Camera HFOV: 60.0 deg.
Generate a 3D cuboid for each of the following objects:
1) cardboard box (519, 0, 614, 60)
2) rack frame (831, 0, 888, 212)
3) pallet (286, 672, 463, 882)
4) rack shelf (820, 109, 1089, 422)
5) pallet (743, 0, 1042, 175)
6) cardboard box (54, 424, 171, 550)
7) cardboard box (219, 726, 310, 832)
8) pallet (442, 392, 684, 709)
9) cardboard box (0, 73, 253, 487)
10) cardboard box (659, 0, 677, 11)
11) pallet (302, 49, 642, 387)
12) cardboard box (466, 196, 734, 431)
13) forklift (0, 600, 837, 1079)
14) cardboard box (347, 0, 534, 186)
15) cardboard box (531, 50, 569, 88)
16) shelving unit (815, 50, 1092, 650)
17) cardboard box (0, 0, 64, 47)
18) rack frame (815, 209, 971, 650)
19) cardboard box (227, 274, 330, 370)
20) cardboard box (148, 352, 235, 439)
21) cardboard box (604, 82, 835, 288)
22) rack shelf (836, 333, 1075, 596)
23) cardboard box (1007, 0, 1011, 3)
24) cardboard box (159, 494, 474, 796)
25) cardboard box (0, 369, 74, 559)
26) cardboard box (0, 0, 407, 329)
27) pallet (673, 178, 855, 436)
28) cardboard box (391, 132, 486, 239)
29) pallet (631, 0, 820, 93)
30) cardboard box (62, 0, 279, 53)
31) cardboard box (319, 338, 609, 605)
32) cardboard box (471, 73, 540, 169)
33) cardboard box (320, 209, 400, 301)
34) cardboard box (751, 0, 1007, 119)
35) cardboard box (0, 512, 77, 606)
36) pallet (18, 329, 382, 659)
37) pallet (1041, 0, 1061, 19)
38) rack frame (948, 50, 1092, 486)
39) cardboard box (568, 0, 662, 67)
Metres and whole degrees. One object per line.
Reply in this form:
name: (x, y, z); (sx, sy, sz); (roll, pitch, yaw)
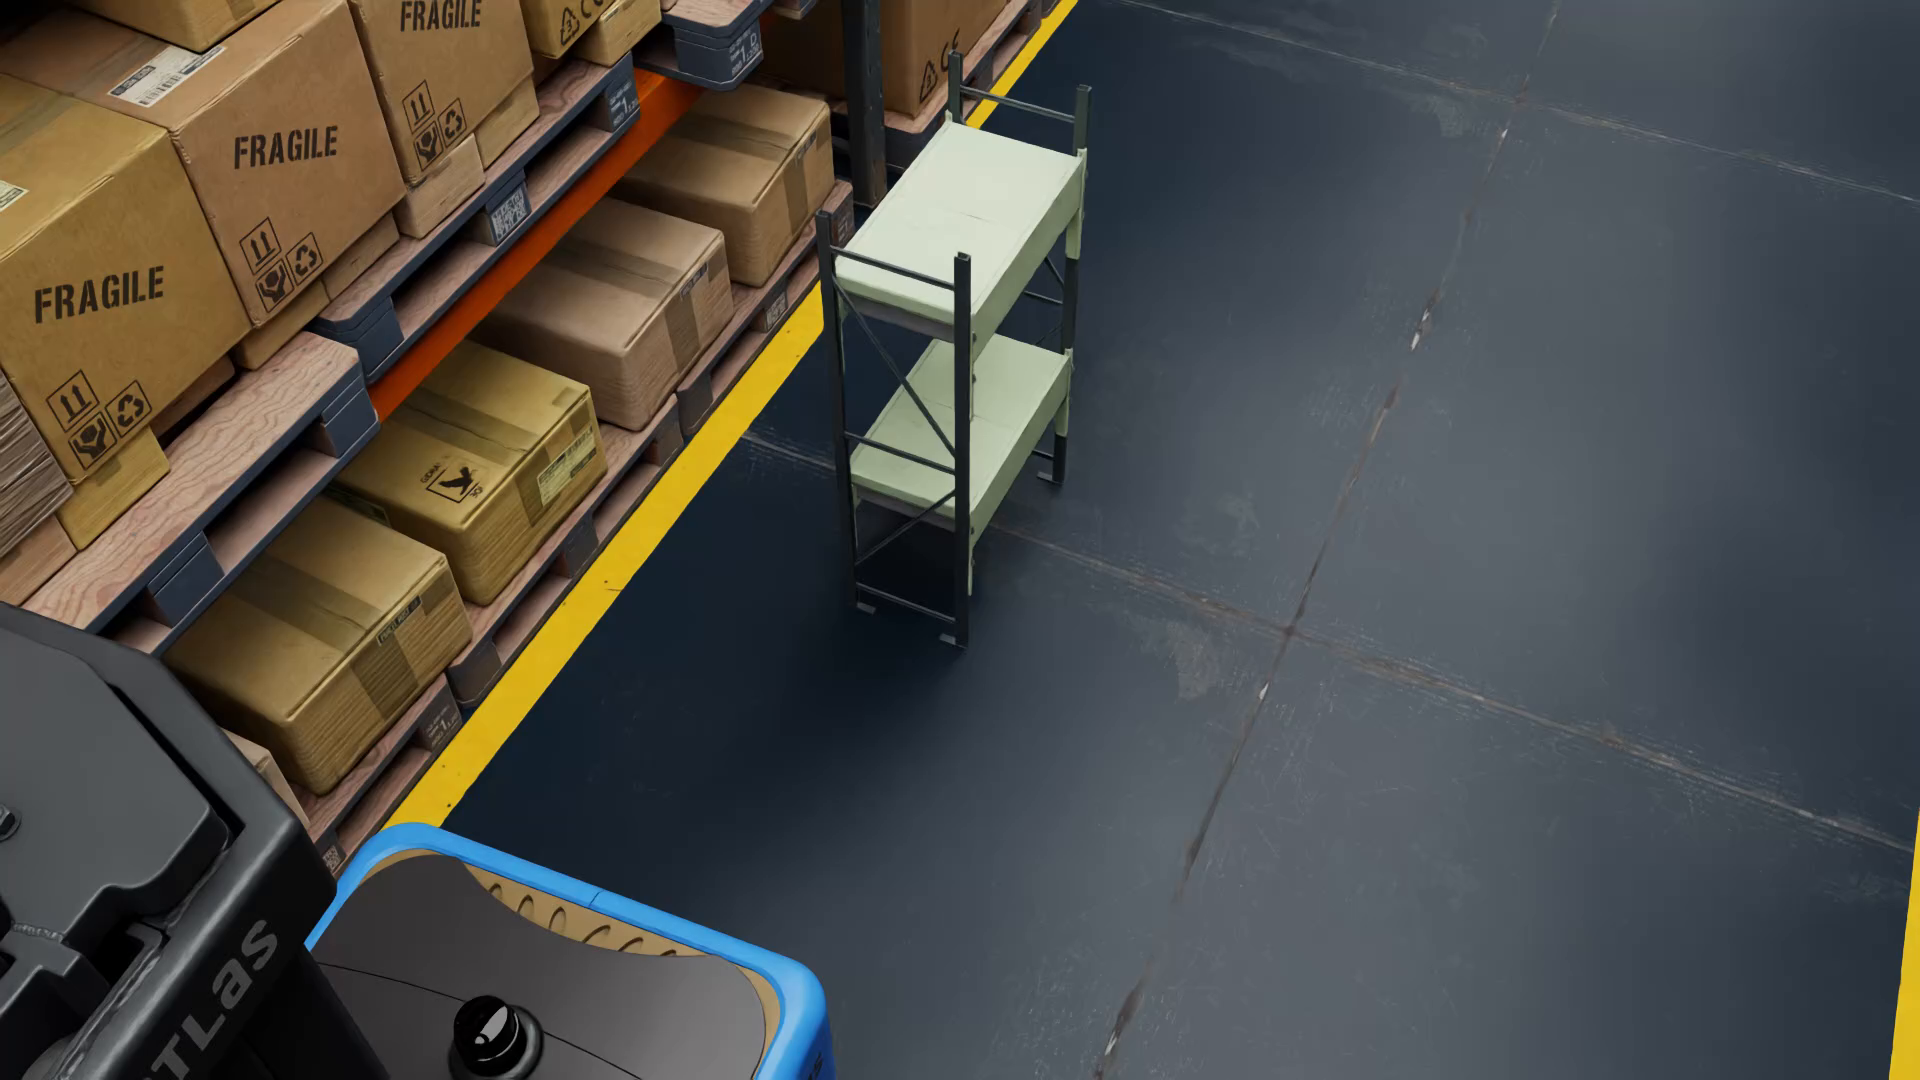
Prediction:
cardboard box: (-1.123, -1.578, 4.087); (0.500, 0.500, 0.500); (17, 52, 14)
rack frame: (-0.755, -2.424, 5.343); (1.000, 3.000, 0.127); (20, 52, 16)
pallet: (-2.132, 0.697, 4.518); (1.003, 0.211, 1.213); (20, 52, 16)
rack shelf: (-0.003, -0.734, 4.378); (0.431, 0.370, 0.720); (20, 52, 16)
pallet: (-0.350, -2.039, 6.846); (1.003, 0.211, 1.213); (20, 52, 16)
cardboard box: (-1.827, -0.171, 3.316); (0.380, 0.149, 0.250); (21, 53, 17)
cardboard box: (-2.242, 0.684, 4.148); (0.950, 0.372, 0.625); (20, 53, 17)
pallet: (-1.612, -0.146, 5.236); (1.003, 0.211, 1.213); (20, 52, 16)
cardboard box: (-1.791, -0.509, 3.177); (0.500, 0.500, 0.500); (20, 52, 16)
cardboard box: (-0.913, -1.610, 4.539); (0.380, 0.149, 0.250); (18, 52, 14)
pallet: (-1.563, -0.986, 4.245); (1.003, 0.211, 1.213); (20, 52, 16)
cardboard box: (-1.313, -0.812, 5.421); (0.950, 0.372, 0.625); (19, 52, 15)
forklift: (-1.247, 1.481, 2.065); (1.130, 2.935, 3.031); (17, 52, 14)
cardboard box: (-1.357, -1.203, 3.767); (0.500, 0.500, 0.500); (18, 52, 15)
cardboard box: (-1.239, -1.284, 4.262); (0.380, 0.149, 0.250); (20, 53, 16)
shelving unit: (-0.003, -0.481, 4.675); (0.431, 1.500, 0.755); (20, 52, 16)
cardboard box: (-2.037, -1.023, 3.614); (0.500, 0.500, 0.500); (21, 53, 17)
rack frame: (-0.159, -0.229, 4.460); (0.400, 1.500, 0.023); (20, 52, 16)
cardboard box: (-1.628, -0.555, 3.642); (0.380, 0.149, 0.250); (21, 53, 17)
cardboard box: (-1.775, -0.392, 3.503); (0.380, 0.149, 0.250); (23, 53, 18)
cardboard box: (-1.005, -1.323, 5.856); (0.950, 0.372, 0.625); (17, 52, 14)
rack shelf: (-0.003, -0.270, 4.923); (0.431, 0.370, 0.720); (20, 52, 16)
cardboard box: (0.000, -2.933, 6.896); (0.875, 0.875, 0.875); (20, 53, 17)
cardboard box: (-1.938, 0.187, 4.571); (0.950, 0.372, 0.625); (23, 53, 18)
cardboard box: (-2.004, -0.164, 2.884); (0.500, 0.500, 0.500); (21, 53, 17)
cardboard box: (-1.567, -0.845, 3.463); (0.500, 0.500, 0.500); (20, 52, 16)
pallet: (-1.090, -0.983, 5.948); (1.003, 0.211, 1.213); (20, 52, 16)
cardboard box: (-1.360, -0.891, 3.928); (0.380, 0.149, 0.250); (22, 53, 17)
pallet: (-0.963, -1.837, 4.969); (1.213, 0.211, 1.003); (20, 52, 16)
cardboard box: (-1.572, -1.135, 3.284); (0.380, 0.149, 0.250); (23, 53, 18)
cardboard box: (-1.642, -0.292, 4.979); (0.950, 0.372, 0.625); (21, 53, 17)
cardboard box: (-1.272, -1.084, 4.092); (0.380, 0.149, 0.250); (18, 52, 15)
cardboard box: (-1.520, -0.725, 3.786); (0.380, 0.149, 0.250); (20, 53, 16)
cardboard box: (-0.385, -2.320, 6.374); (0.875, 0.875, 0.875); (19, 52, 16)
cardboard box: (-1.942, -0.002, 3.172); (0.380, 0.149, 0.250); (21, 53, 17)
pallet: (-2.006, -0.087, 3.480); (1.003, 0.211, 1.213); (20, 52, 16)
pallet: (0.173, -2.876, 7.559); (1.003, 0.211, 1.213); (20, 52, 16)
rack frame: (0.154, -0.733, 4.889); (0.400, 1.500, 0.023); (20, 52, 16)
cardboard box: (-1.018, -1.416, 4.374); (0.380, 0.149, 0.250); (21, 53, 17)
